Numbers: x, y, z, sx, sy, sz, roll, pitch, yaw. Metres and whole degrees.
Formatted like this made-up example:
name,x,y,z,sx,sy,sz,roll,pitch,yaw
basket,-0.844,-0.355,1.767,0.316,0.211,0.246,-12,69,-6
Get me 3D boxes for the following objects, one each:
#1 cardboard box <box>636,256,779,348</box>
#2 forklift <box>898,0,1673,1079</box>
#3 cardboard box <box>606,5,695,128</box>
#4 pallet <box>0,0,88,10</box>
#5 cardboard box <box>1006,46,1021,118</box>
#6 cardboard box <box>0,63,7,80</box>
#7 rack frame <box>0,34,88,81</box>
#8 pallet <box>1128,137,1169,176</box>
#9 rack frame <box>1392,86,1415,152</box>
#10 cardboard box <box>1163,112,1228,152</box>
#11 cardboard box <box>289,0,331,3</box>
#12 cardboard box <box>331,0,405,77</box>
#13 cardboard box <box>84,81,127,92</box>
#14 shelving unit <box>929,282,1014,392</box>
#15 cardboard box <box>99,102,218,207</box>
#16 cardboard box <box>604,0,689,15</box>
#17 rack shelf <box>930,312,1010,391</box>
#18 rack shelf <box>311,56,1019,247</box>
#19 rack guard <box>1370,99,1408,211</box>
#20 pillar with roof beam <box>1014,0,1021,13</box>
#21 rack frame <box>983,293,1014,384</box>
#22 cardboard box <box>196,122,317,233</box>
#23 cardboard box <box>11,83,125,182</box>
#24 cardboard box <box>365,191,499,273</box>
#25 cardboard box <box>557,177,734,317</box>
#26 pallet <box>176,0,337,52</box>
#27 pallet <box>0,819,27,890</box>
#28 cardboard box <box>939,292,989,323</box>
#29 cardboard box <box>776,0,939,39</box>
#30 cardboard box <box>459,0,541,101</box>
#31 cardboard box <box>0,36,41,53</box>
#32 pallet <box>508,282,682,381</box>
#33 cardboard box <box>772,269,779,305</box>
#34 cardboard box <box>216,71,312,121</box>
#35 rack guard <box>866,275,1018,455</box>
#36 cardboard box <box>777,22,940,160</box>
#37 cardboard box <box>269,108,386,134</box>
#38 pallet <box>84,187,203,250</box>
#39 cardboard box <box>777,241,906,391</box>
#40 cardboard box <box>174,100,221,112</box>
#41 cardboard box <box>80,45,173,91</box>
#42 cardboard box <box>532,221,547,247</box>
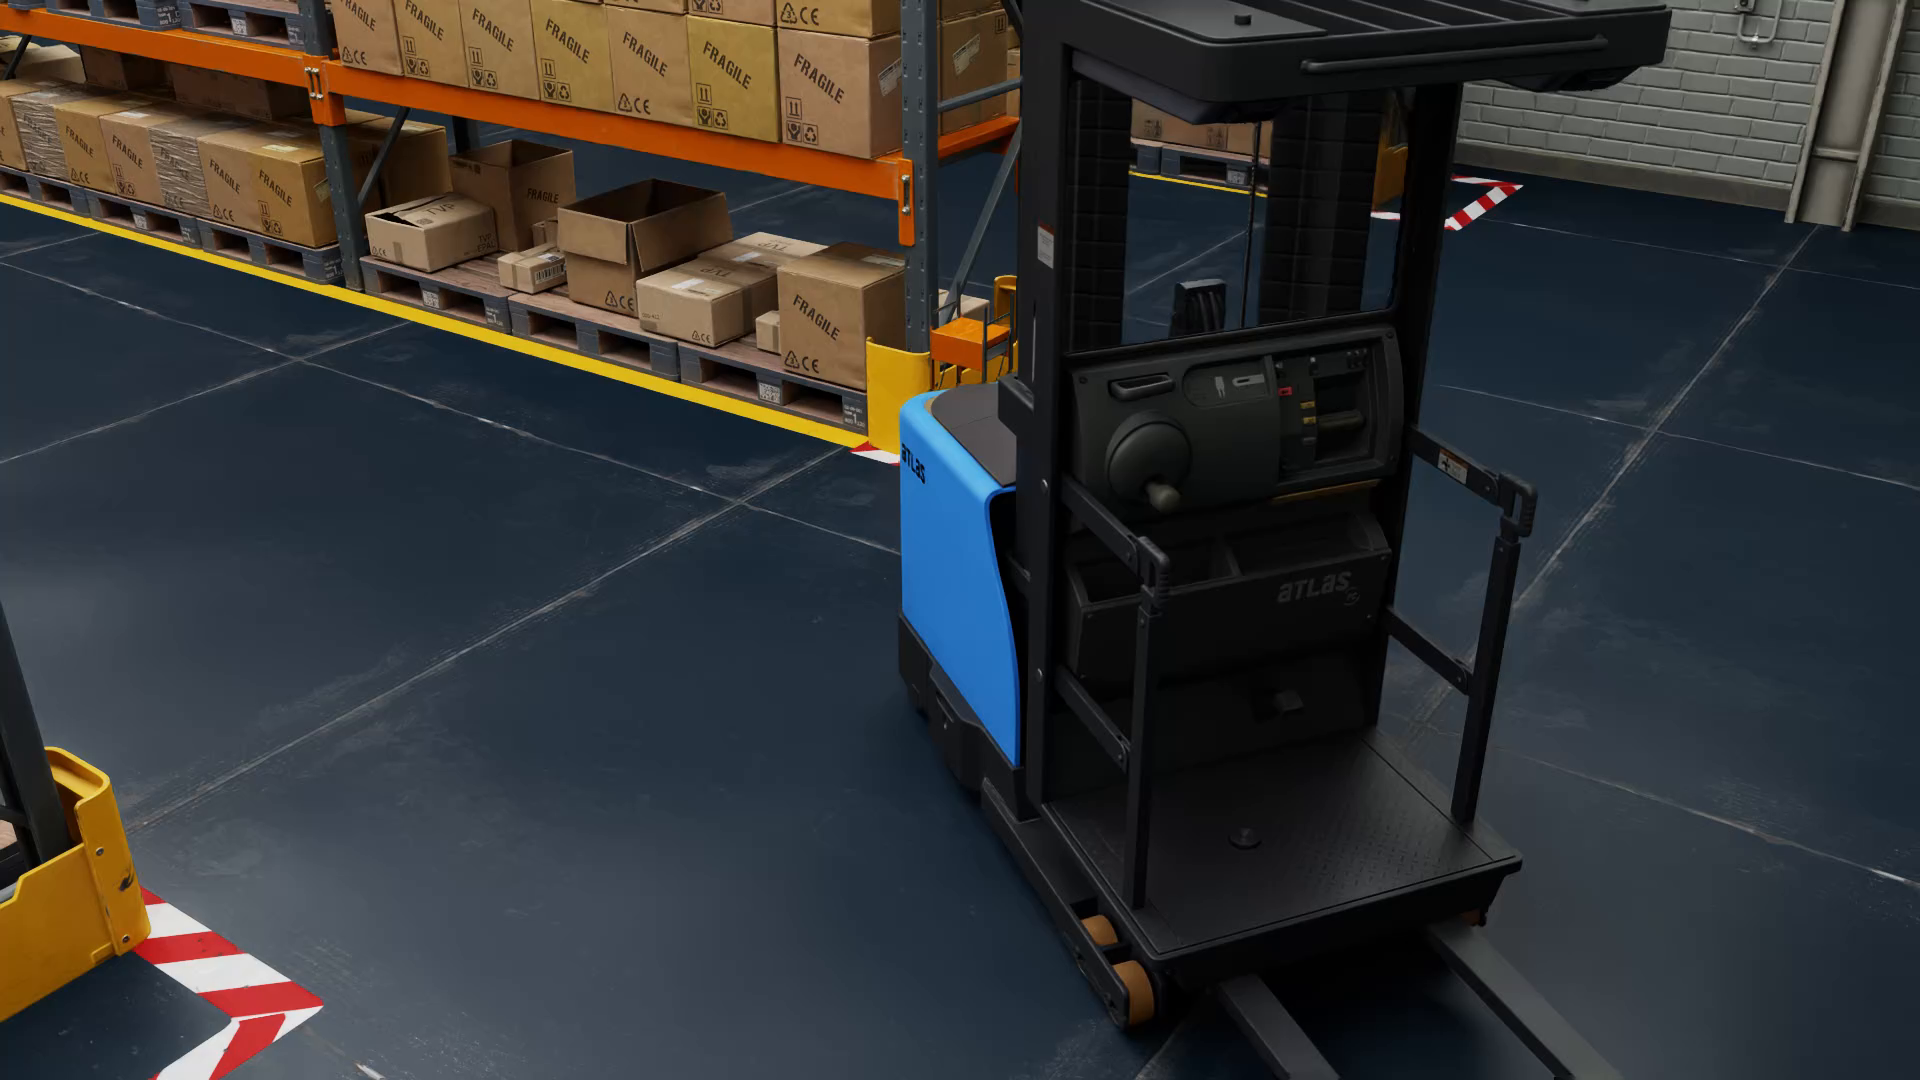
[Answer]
name,x,y,z,sx,sy,sz,roll,pitch,yaw
cardboard box,-1.263,-1.201,8.350,0.500,0.250,0.500,17,32,30
forklift,0.797,-0.269,4.047,1.130,2.935,3.031,-10,29,-19
cardboard box,-1.270,-2.248,7.750,0.500,0.500,0.500,18,32,31
pallet,-5.905,-3.749,11.021,1.003,0.211,1.213,17,32,30
cardboard box,0.566,-3.521,12.654,0.500,0.500,0.700,17,32,30
cardboard box,-7.075,-3.236,11.753,0.500,0.311,0.500,18,32,32
rack frame,-6.504,-3.982,11.268,0.127,3.000,1.000,17,32,30
pallet,1.187,-3.028,12.467,1.213,0.211,1.003,17,32,30
rack frame,2.892,-3.781,10.872,0.127,3.000,1.000,17,32,30
cardboard box,1.846,-3.125,11.876,0.500,0.500,0.700,17,32,30
cardboard box,-3.470,-3.392,9.535,0.500,0.500,0.700,7,28,13
cardboard box,-2.941,-2.767,8.770,0.500,0.500,0.500,18,32,32
cardboard box,-5.600,-2.912,11.436,0.500,0.500,0.500,19,32,32
shelving unit,0.044,-0.454,6.485,0.252,1.050,0.215,17,32,30
cardboard box,-5.012,-2.446,10.519,0.500,0.500,0.500,16,31,29
cardboard box,-1.279,-2.691,7.517,0.500,0.500,0.500,18,32,32
rack shelf,0.044,-0.698,6.361,0.240,0.259,0.215,17,32,30
rack shelf,-1.558,-2.121,8.404,4.000,0.370,1.077,17,32,30
rack guard,2.912,-2.661,11.427,0.348,0.500,1.175,17,32,30
pillar with roof beam,-1.776,-6.016,8.650,0.400,9.000,9.100,17,32,30
rack frame,0.145,-0.423,6.423,0.008,1.050,0.200,17,32,30
cardboard box,-4.178,-2.187,10.011,0.500,0.500,0.500,17,32,30
cardboard box,-5.855,-2.708,11.036,0.500,0.500,0.500,16,31,29
cardboard box,-2.983,-1.764,9.389,0.500,0.311,0.500,17,32,30
cardboard box,-1.655,-1.558,8.772,0.637,0.503,0.797,17,32,30
pallet,-3.803,-3.116,9.777,1.213,0.211,1.003,17,32,30
pallet,-3.375,0.939,4.671,1.213,0.211,1.003,17,32,30
cardboard box,-0.060,-1.090,8.242,0.250,0.149,0.380,17,32,30
cardboard box,-0.432,-2.430,7.005,0.500,0.500,0.500,17,32,30
cardboard box,-2.106,-2.507,8.260,0.500,0.500,0.500,17,32,30
cardboard box,-7.207,-3.570,12.408,0.500,0.311,0.500,16,31,29
pallet,-1.631,-1.223,8.920,1.213,0.211,1.003,17,32,30
cardboard box,-0.609,-1.273,8.490,0.500,0.250,0.500,17,32,30
cardboard box,-4.292,-2.844,10.475,0.500,0.250,0.500,17,32,30
rack guard,0.028,-0.834,7.837,0.348,0.500,1.175,17,32,30
cardboard box,-0.433,-1.986,7.235,0.500,0.500,0.500,18,32,32
cardboard box,-3.913,-2.385,10.401,0.500,0.500,0.500,18,32,31
pallet,-4.908,-2.220,10.880,1.213,0.211,1.003,17,32,30
cardboard box,-0.497,-1.058,7.792,0.500,0.500,0.500,17,32,30
cardboard box,-4.737,-2.647,10.914,0.500,0.500,0.500,16,31,28
cardboard box,-5.551,-3.233,11.240,0.500,0.250,0.500,19,32,32
cardboard box,-2.233,-1.767,9.572,0.250,0.149,0.380,17,32,30
